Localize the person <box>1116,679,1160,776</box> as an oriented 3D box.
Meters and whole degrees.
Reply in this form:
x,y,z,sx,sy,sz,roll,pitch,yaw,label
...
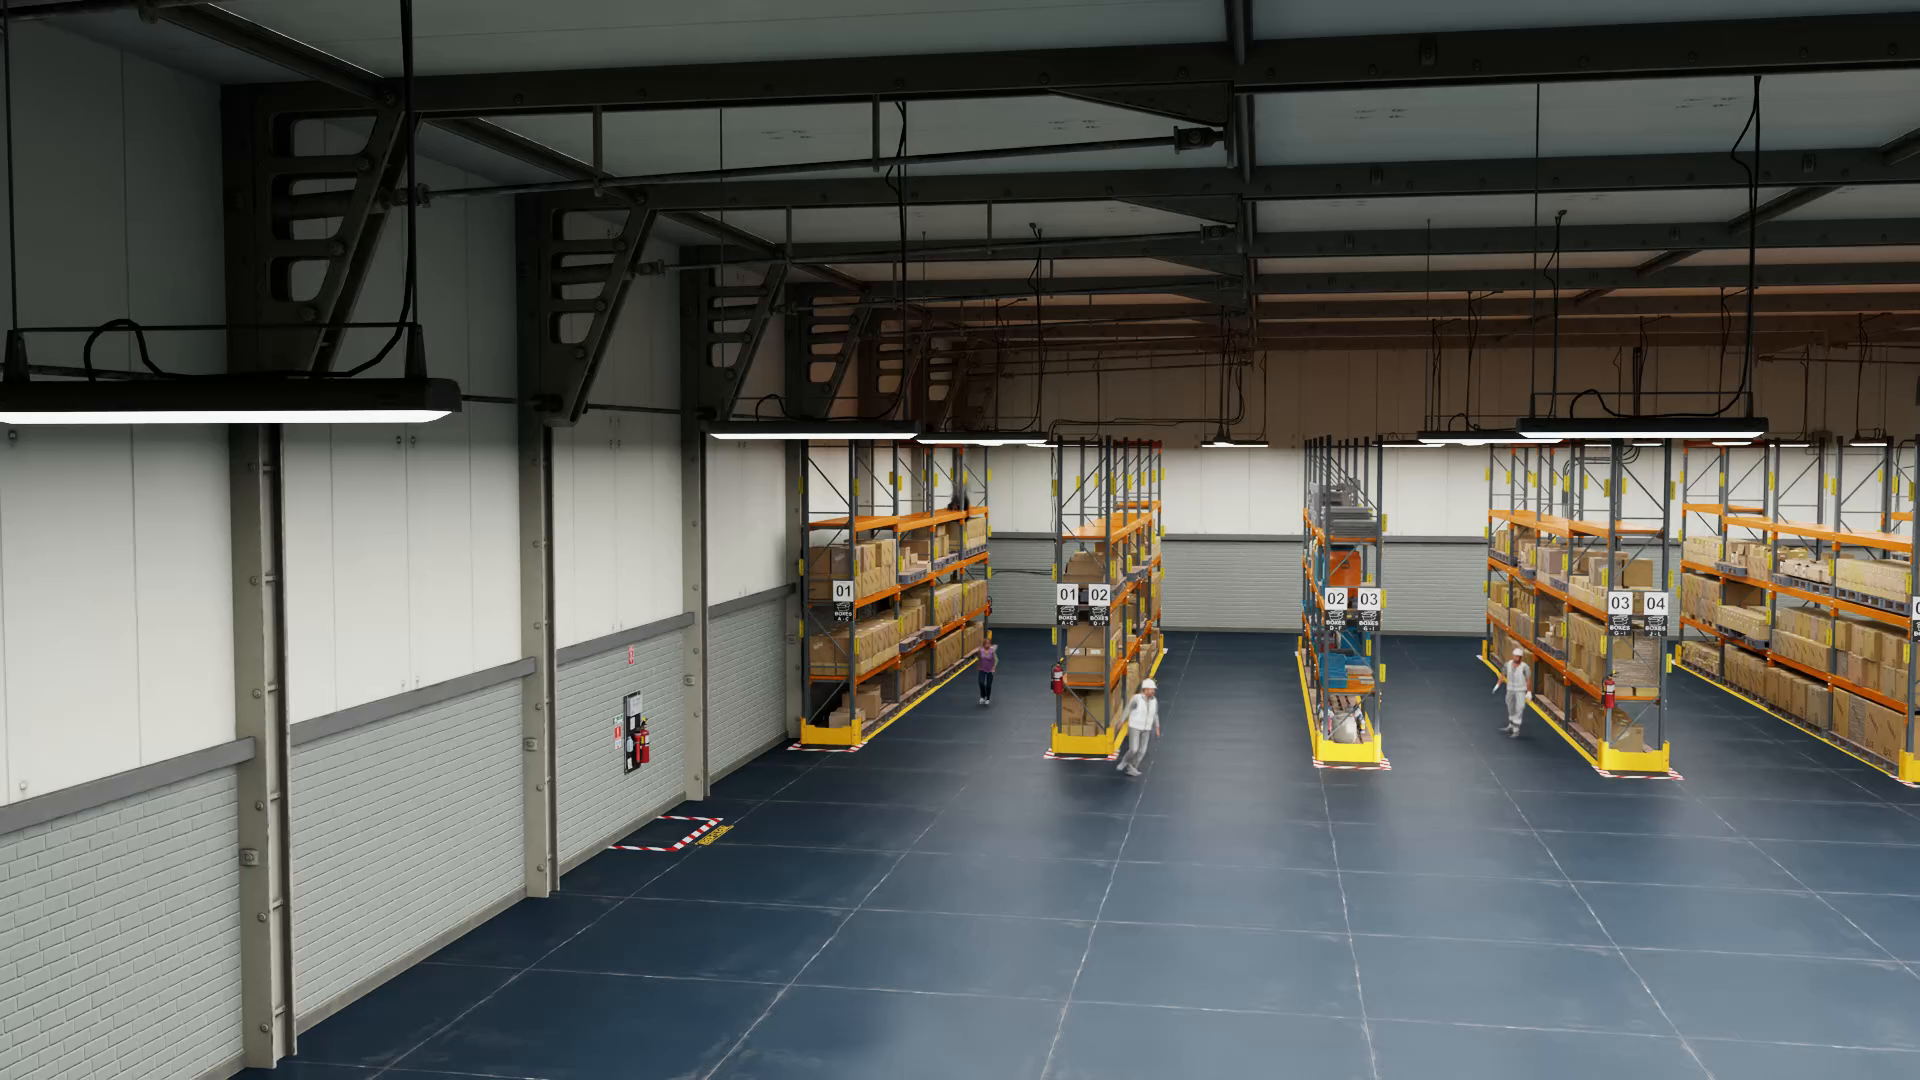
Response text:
x,y,z,sx,sy,sz,roll,pitch,yaw,label
3.131,3.286,29.159,0.689,1.726,0.619,-2,3,-27,person

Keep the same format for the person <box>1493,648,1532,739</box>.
x,y,z,sx,sy,sz,roll,pitch,yaw,label
11.091,3.042,33.330,0.739,1.779,0.770,3,4,45,person

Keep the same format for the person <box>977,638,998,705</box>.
x,y,z,sx,sy,sz,roll,pitch,yaw,label
0.607,2.934,37.058,0.520,1.536,0.775,0,3,7,person
